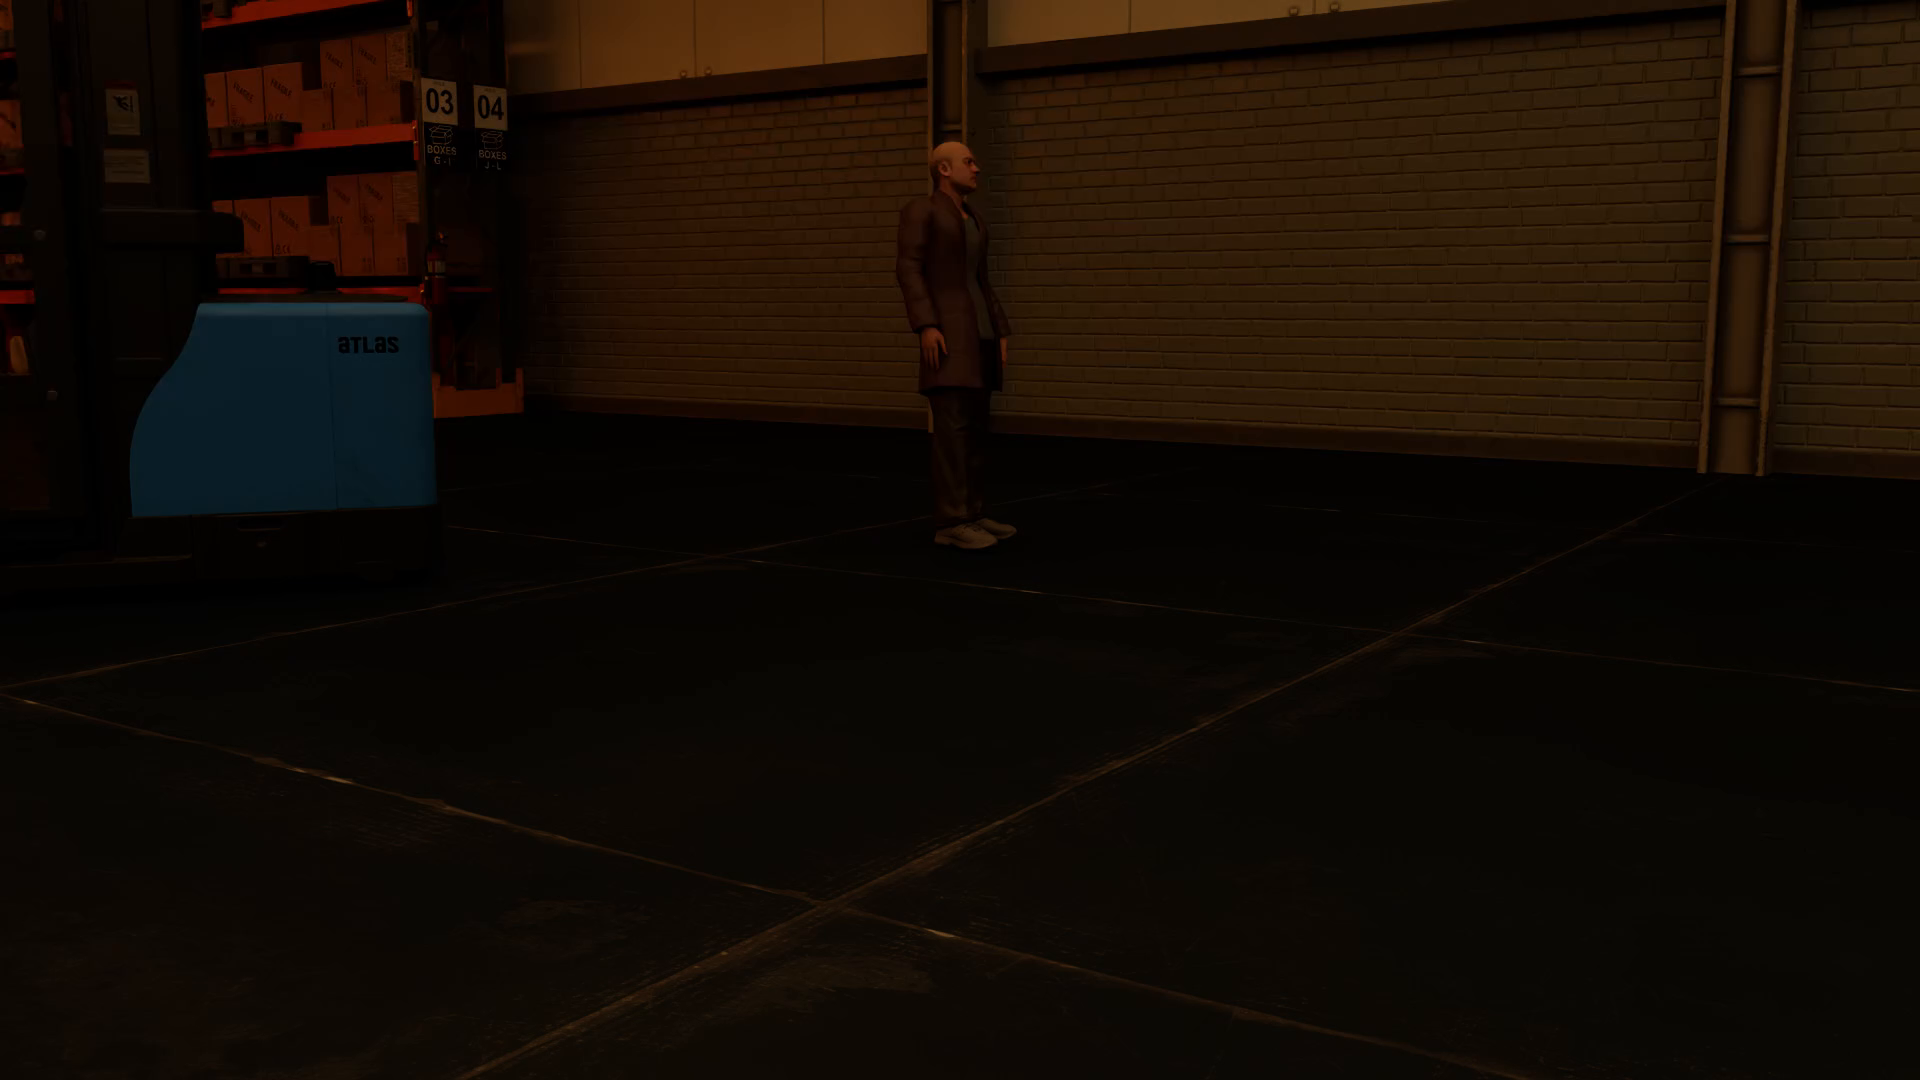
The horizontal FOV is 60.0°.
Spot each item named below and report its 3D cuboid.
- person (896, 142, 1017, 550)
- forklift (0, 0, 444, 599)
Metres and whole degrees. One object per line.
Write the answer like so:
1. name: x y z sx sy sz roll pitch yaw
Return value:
1. person: 0.074 -0.879 7.423 0.579 1.777 0.696 5 10 34
2. forklift: -3.567 -1.272 6.135 3.031 2.935 1.130 -3 9 -19
